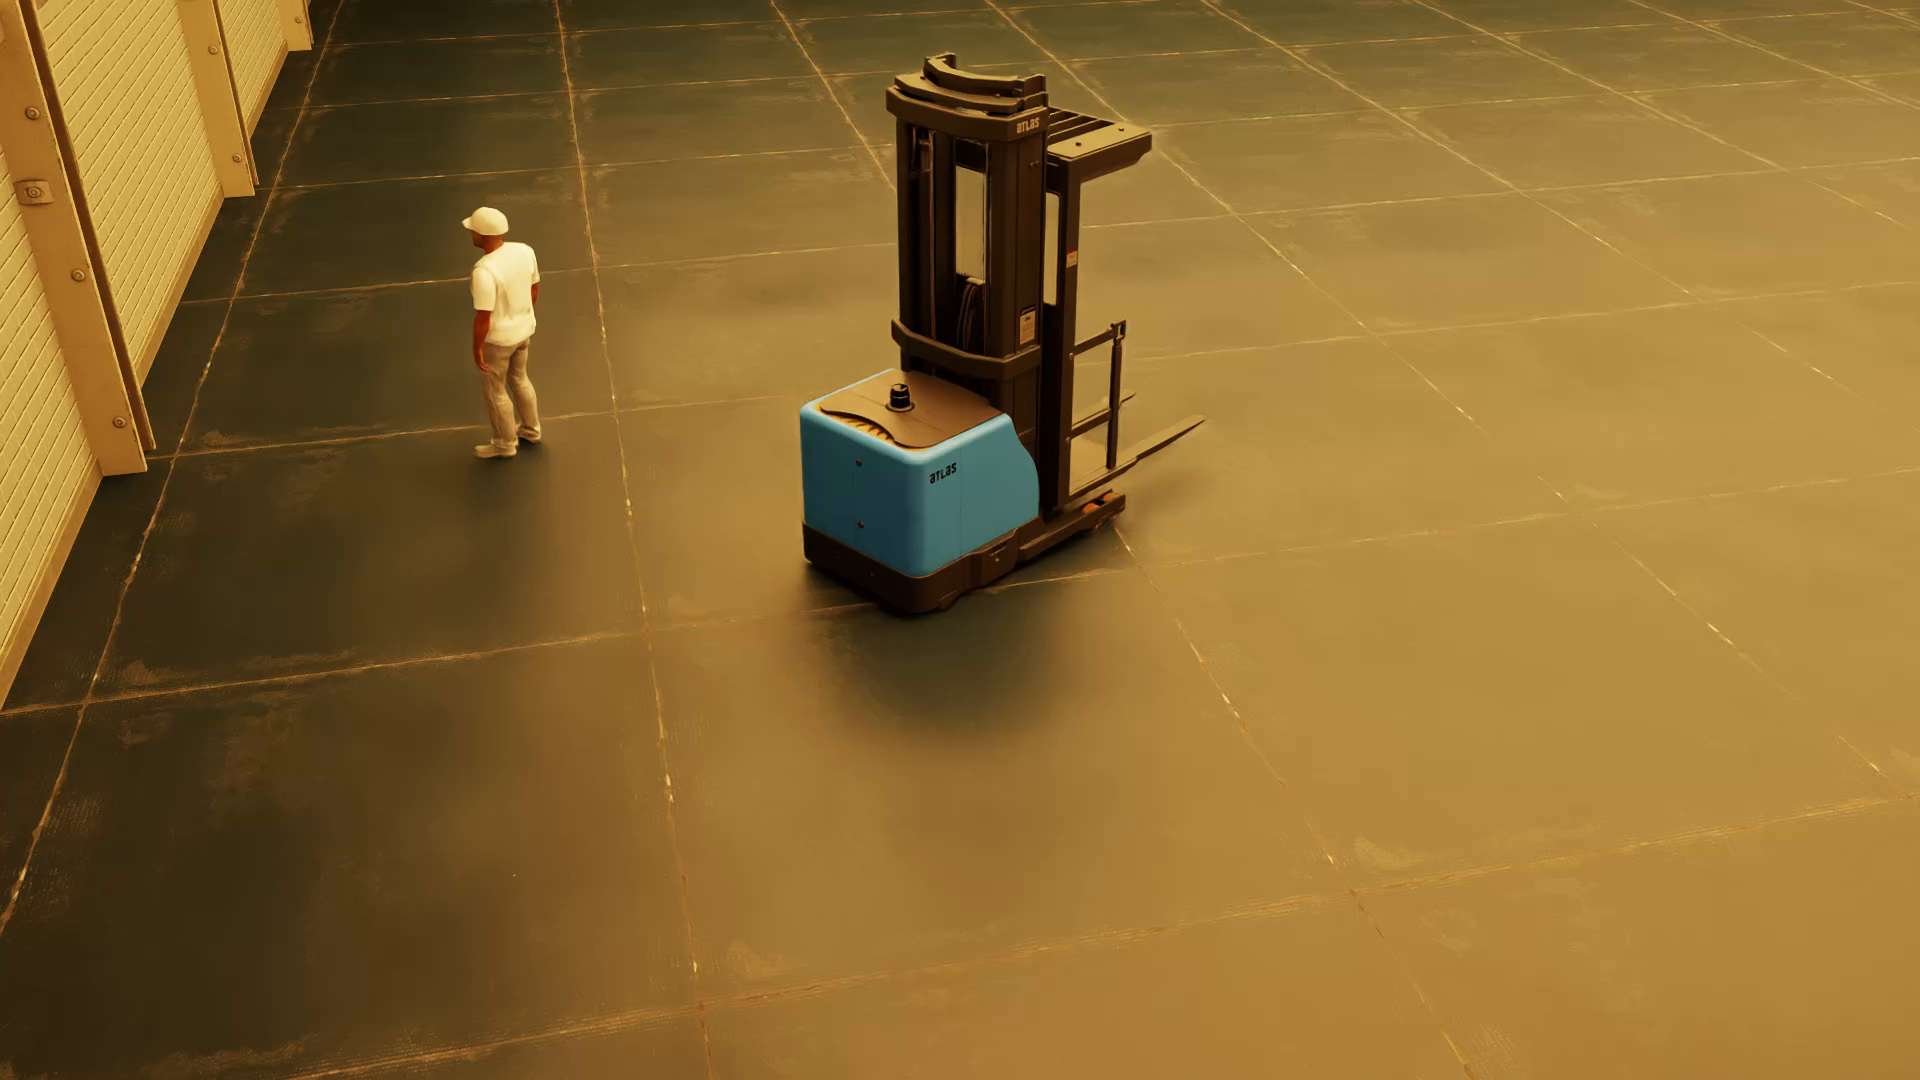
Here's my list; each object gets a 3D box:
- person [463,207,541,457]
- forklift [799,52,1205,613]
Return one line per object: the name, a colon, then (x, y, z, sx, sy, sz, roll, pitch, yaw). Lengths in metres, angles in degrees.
person: (-3.090, -1.393, 11.156, 0.492, 1.778, 0.661, 13, 32, 21)
forklift: (0.419, -1.491, 10.150, 1.130, 2.935, 3.031, 25, 39, 37)
